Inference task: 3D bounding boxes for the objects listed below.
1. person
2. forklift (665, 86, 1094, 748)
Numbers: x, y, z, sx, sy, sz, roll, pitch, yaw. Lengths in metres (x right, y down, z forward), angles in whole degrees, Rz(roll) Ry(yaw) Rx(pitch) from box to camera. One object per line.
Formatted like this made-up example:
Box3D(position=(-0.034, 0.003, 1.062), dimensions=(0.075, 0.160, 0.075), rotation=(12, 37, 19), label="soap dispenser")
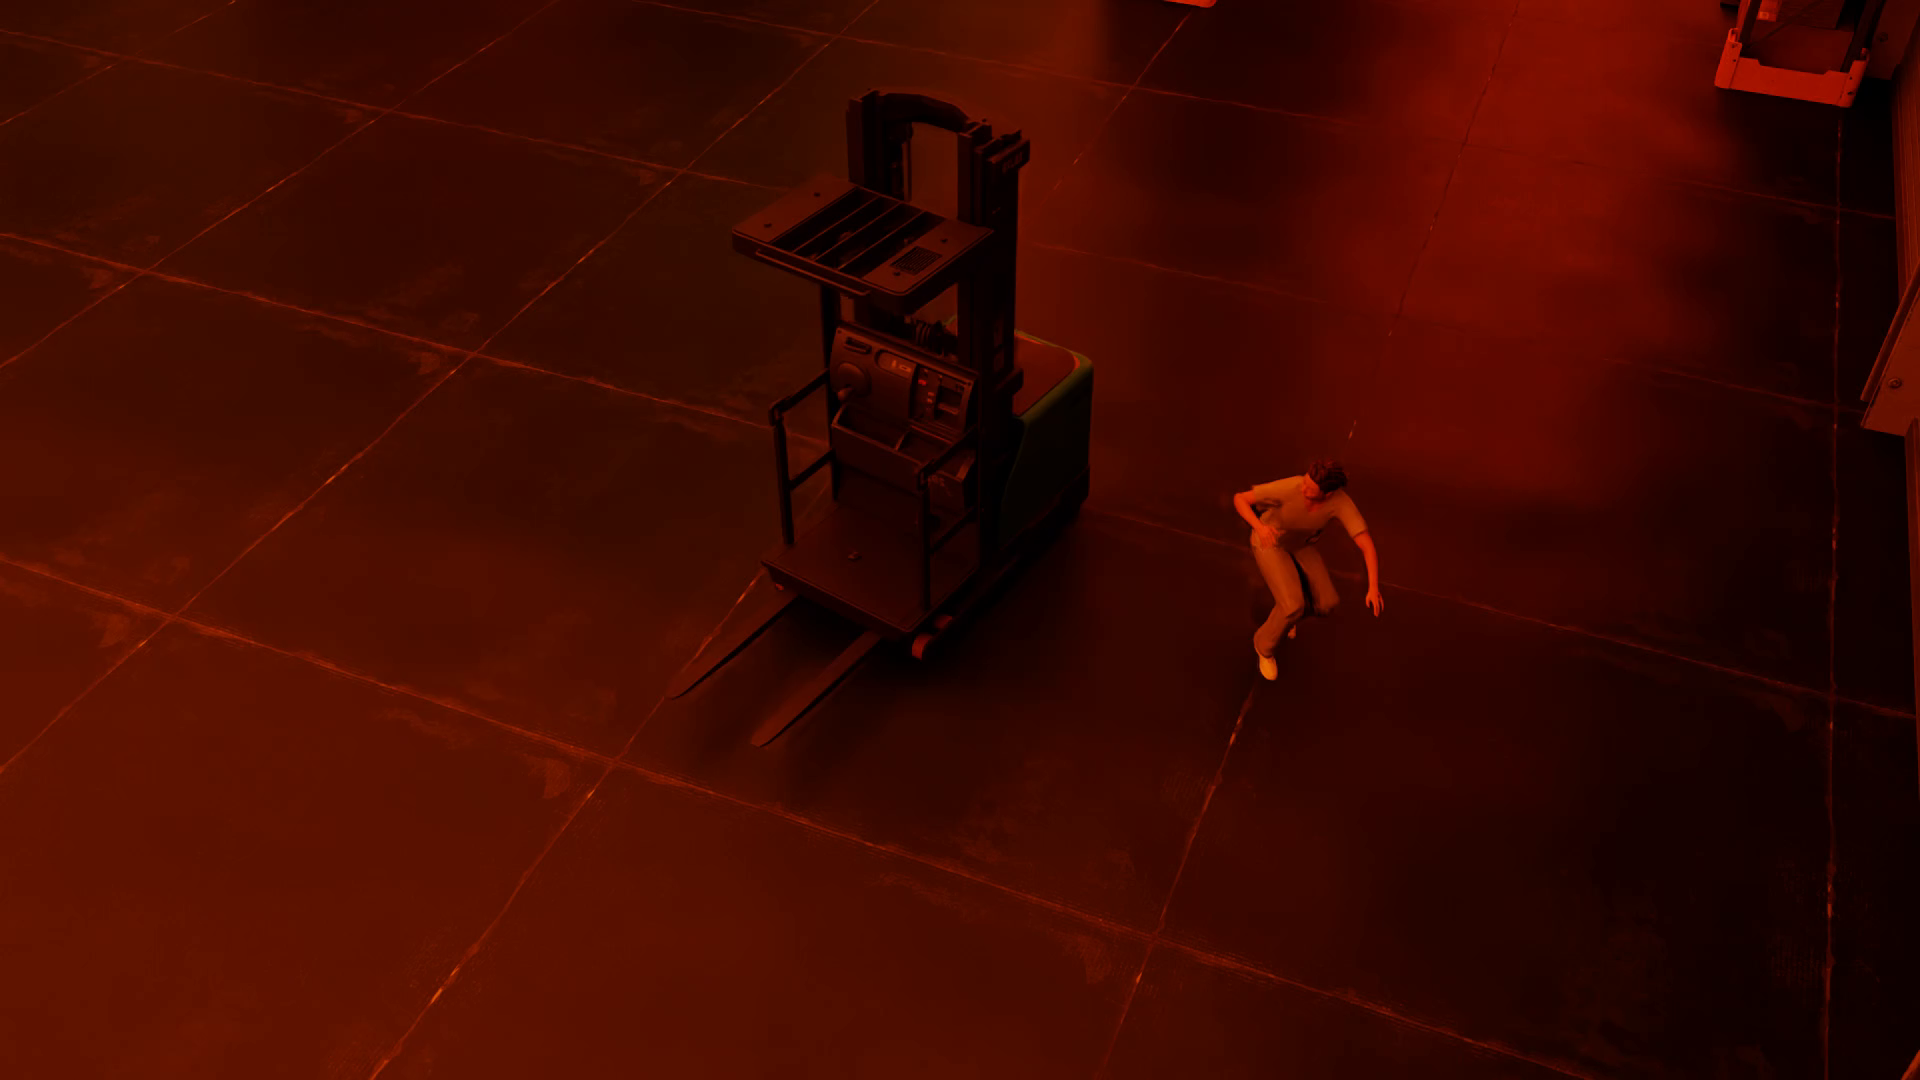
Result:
Box3D(position=(1.847, 0.168, 9.009), dimensions=(0.686, 1.387, 0.877), rotation=(-9, 41, -11), label="person")
Box3D(position=(-0.444, -0.789, 8.949), dimensions=(1.130, 2.935, 3.031), rotation=(24, 46, 26), label="forklift")
